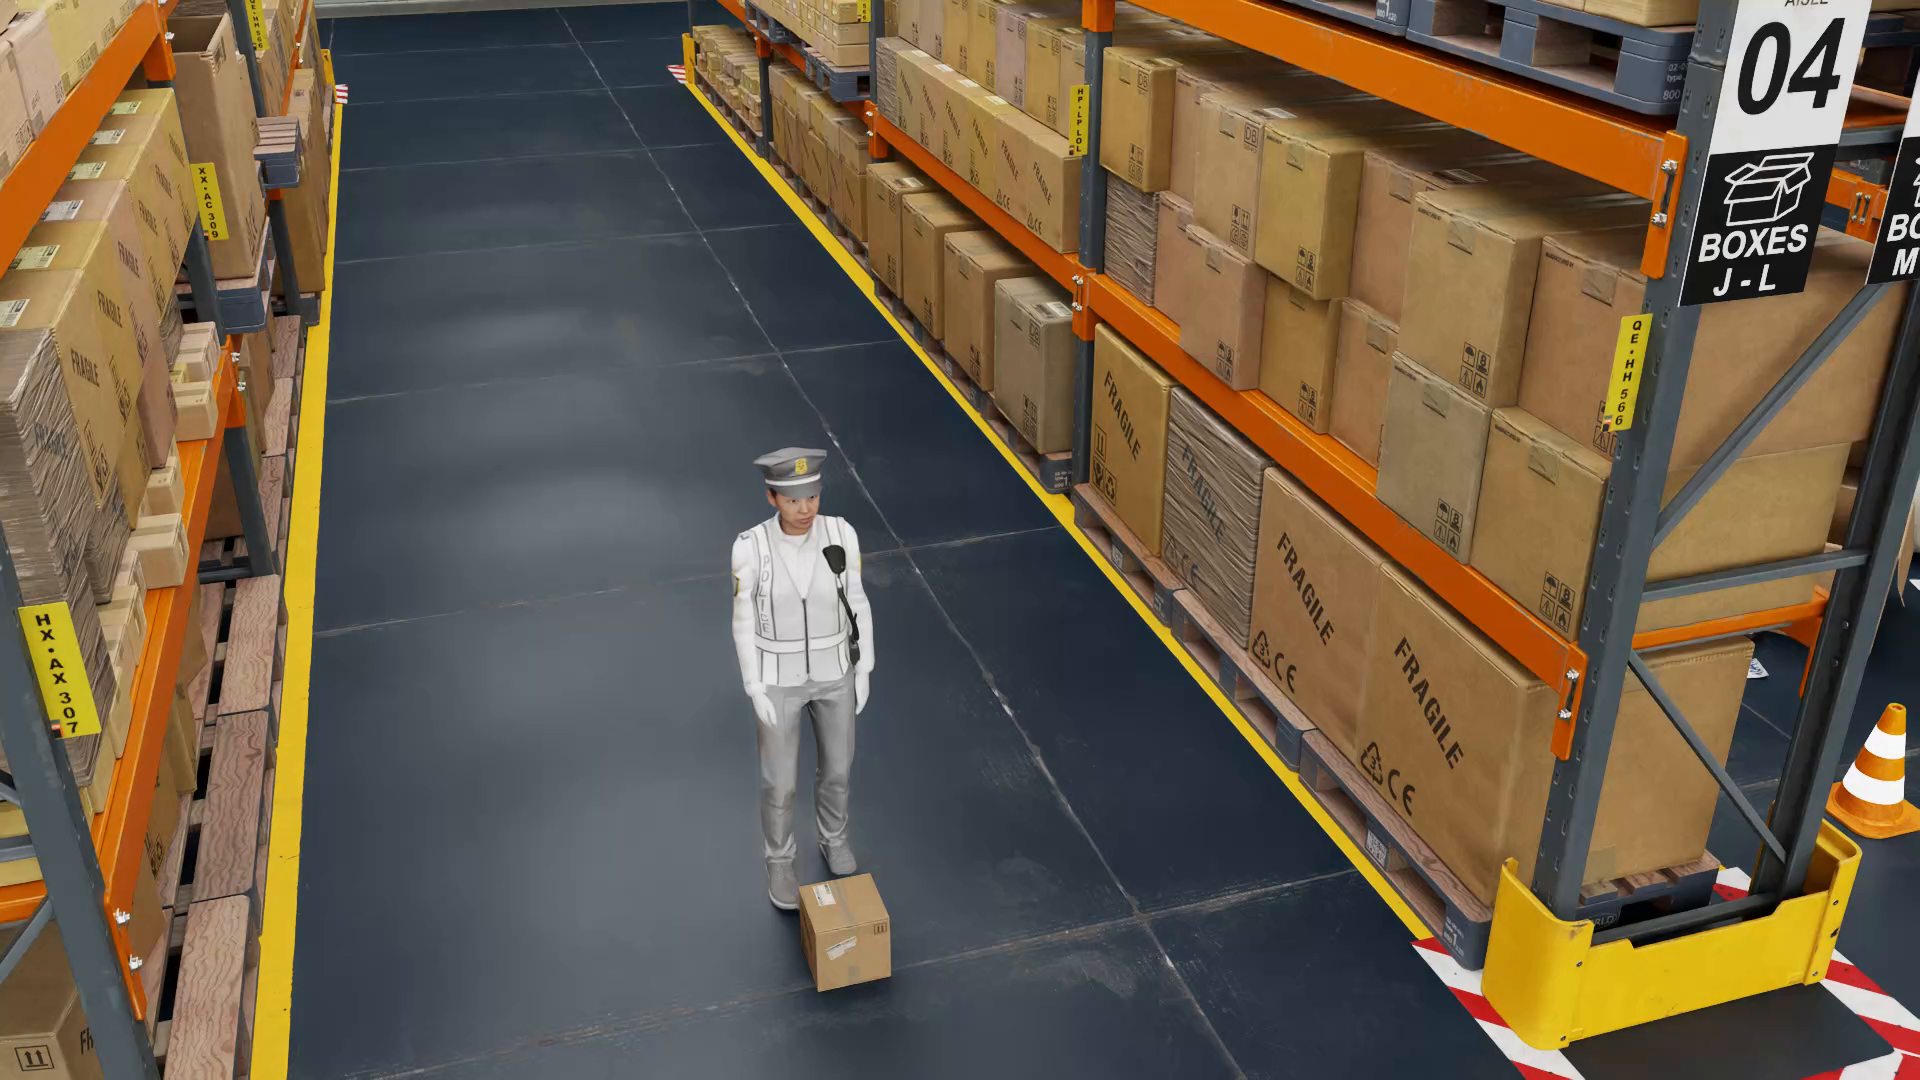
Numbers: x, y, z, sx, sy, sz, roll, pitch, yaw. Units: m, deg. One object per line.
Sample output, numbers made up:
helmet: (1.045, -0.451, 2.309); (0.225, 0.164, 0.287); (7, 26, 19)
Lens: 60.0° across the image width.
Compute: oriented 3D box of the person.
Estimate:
person: (-0.523, 0.488, 5.680); (0.477, 1.729, 0.374); (-8, 28, -15)
